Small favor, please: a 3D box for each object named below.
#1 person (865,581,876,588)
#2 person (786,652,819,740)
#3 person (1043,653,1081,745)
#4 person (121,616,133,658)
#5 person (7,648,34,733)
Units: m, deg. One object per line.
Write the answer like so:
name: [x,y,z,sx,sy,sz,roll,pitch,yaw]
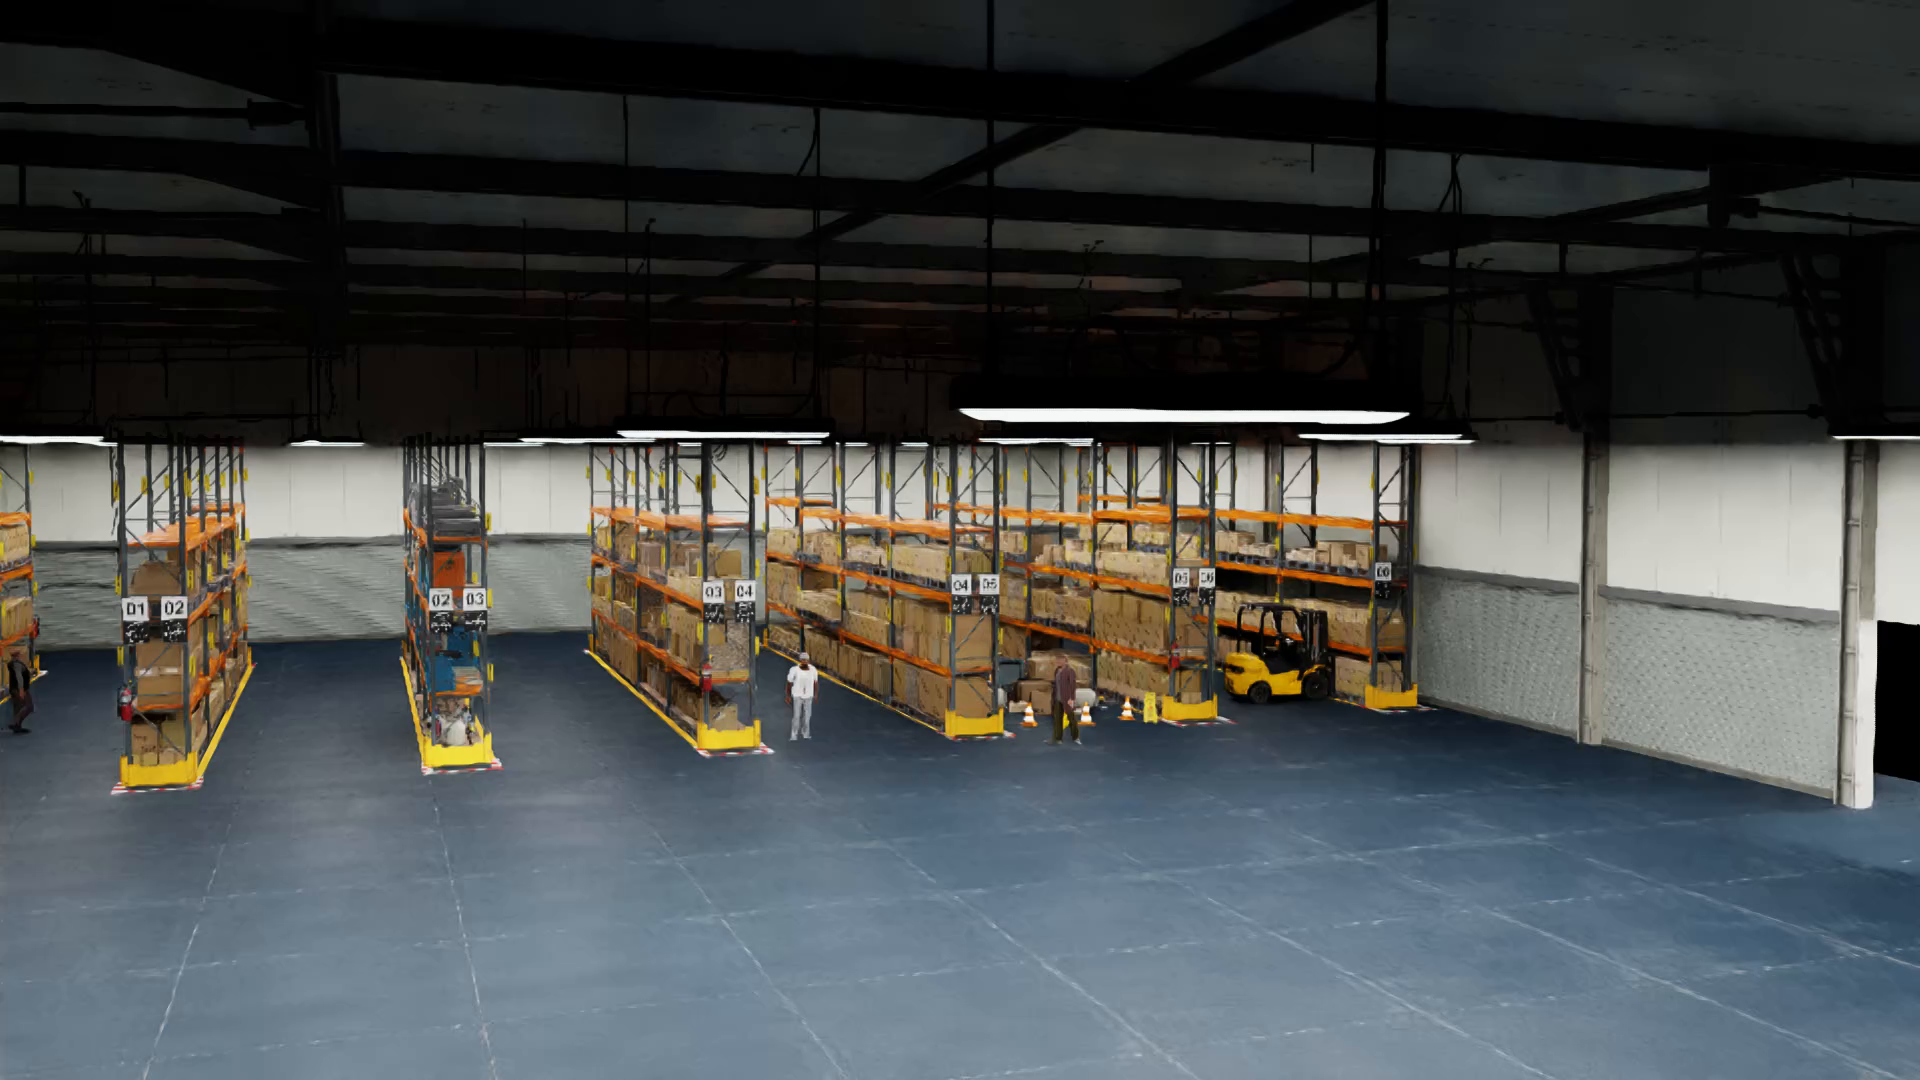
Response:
person: [-2.770,2.031,52.502,0.509,1.615,0.531,2,4,35]
person: [-3.086,3.048,32.506,0.670,1.745,0.538,-1,3,-20]
person: [2.018,3.058,32.039,0.586,1.771,0.706,-2,4,-37]
person: [-22.270,2.373,44.907,0.677,1.742,0.547,-1,3,-21]
person: [-18.869,3.013,33.316,0.573,1.719,0.447,3,4,44]
